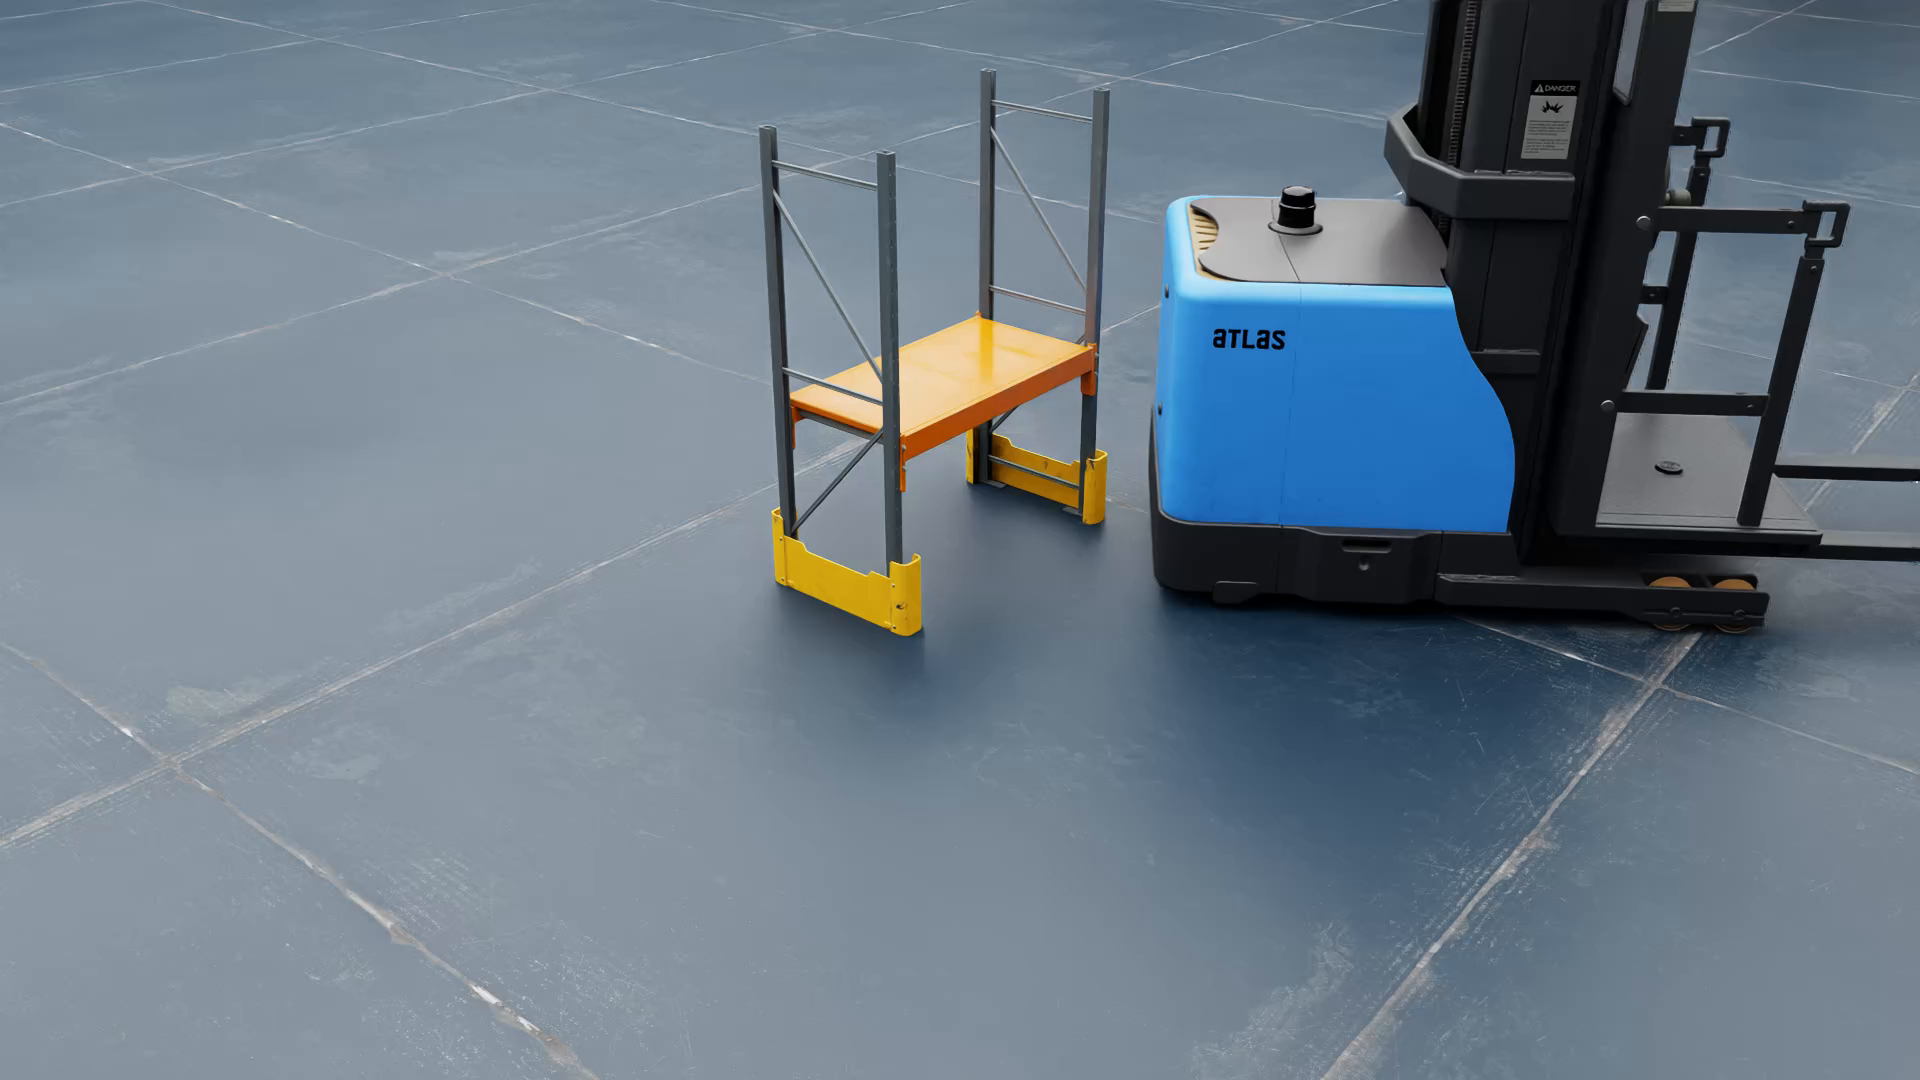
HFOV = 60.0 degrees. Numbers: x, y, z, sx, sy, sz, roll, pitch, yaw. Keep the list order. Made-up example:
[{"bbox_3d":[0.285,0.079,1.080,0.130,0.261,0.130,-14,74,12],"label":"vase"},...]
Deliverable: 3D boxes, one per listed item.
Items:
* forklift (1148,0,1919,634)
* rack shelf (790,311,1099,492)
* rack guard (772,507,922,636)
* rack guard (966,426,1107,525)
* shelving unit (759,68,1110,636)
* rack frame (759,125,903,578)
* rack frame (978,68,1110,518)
[{"bbox_3d":[2.171,-1.265,5.006,3.031,2.935,1.130,2,27,4],"label":"forklift"},{"bbox_3d":[-0.054,-0.476,5.430,0.538,0.185,1.000,21,34,34],"label":"rack shelf"},{"bbox_3d":[-0.365,0.093,5.299,0.587,0.250,0.087,21,34,34],"label":"rack guard"},{"bbox_3d":[0.268,-0.261,5.982,0.587,0.250,0.087,21,34,34],"label":"rack guard"},{"bbox_3d":[-0.048,-0.639,5.353,0.587,1.500,1.083,21,34,34],"label":"shelving unit"},{"bbox_3d":[-0.378,-0.456,4.999,0.500,1.500,0.032,21,34,34],"label":"rack frame"},{"bbox_3d":[0.269,-0.816,5.695,0.500,1.500,0.032,21,34,34],"label":"rack frame"}]
